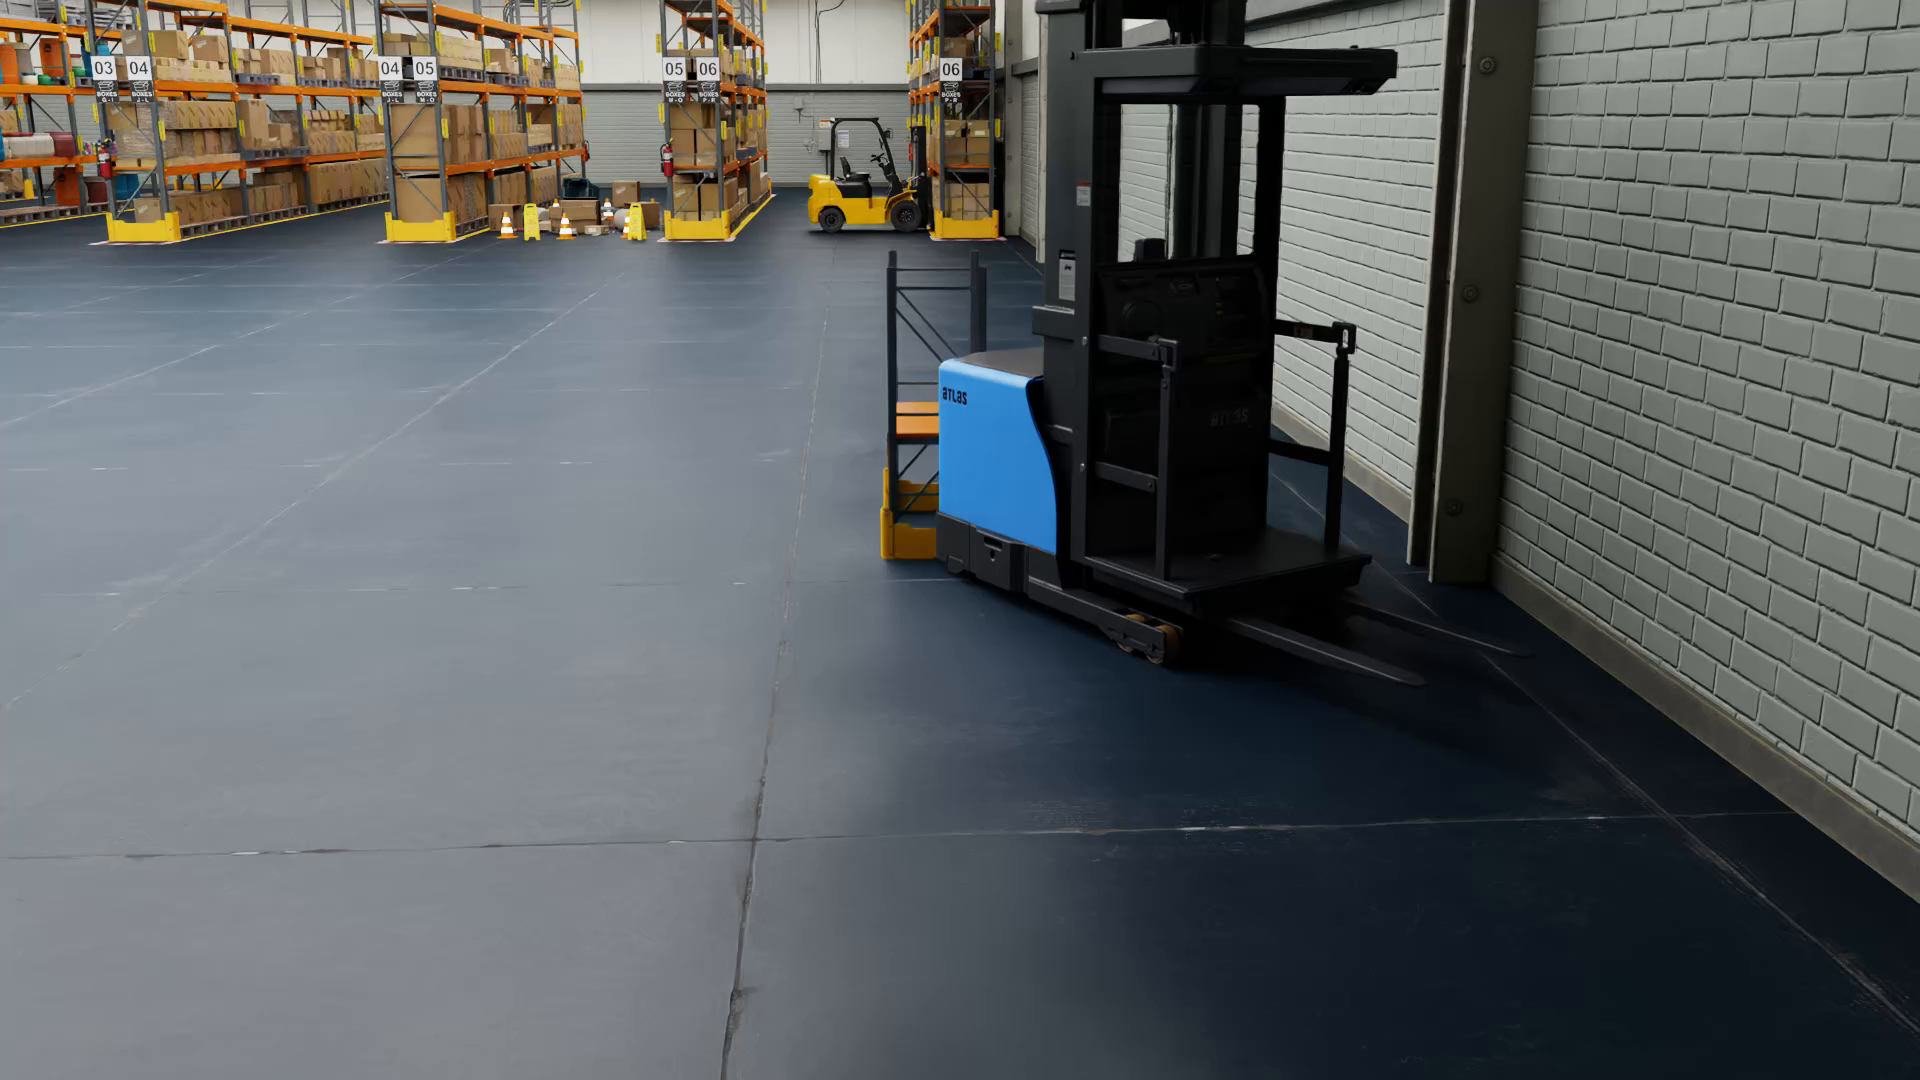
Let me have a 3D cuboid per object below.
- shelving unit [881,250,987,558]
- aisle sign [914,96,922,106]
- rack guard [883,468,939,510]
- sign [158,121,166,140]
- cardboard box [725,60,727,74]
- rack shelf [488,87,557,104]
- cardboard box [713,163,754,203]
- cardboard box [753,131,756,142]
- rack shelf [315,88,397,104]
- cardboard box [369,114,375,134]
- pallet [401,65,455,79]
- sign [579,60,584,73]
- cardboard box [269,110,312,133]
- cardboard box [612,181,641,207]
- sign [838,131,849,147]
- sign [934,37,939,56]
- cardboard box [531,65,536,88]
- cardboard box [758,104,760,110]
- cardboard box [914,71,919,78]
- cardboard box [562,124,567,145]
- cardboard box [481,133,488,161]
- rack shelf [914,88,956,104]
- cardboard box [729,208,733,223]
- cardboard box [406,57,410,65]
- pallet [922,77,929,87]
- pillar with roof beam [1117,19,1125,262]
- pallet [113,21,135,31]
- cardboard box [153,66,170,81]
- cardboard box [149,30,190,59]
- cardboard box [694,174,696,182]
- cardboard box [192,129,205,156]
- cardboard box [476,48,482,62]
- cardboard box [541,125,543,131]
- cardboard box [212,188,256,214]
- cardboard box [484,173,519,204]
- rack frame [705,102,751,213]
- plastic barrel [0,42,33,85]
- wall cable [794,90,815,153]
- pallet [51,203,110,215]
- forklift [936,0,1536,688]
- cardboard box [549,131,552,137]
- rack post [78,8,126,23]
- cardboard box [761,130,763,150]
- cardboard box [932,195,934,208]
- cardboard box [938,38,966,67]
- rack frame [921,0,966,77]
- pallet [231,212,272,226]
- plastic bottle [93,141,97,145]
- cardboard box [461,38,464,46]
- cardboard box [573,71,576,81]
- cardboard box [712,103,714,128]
[{"bbox_3d":[-0.133,-0.768,8.999,0.587,1.500,1.083,0,14,-2],"label":"shelving unit"},{"bbox_3d":[-1.162,-12.326,45.694,0.394,0.787,0.004,-1,14,-3],"label":"aisle sign"},{"bbox_3d":[-0.148,-0.286,9.637,0.587,0.250,0.087,0,14,-2],"label":"rack guard"},{"bbox_3d":[-14.176,-7.272,29.533,0.100,0.325,0.005,-1,14,-3],"label":"sign"},{"bbox_3d":[-4.670,-8.904,31.298,0.500,0.250,0.500,0,14,-2],"label":"cardboard box"},{"bbox_3d":[-10.381,-10.487,39.190,1.077,0.370,4.000,-1,14,-3],"label":"rack shelf"},{"bbox_3d":[-5.283,-8.335,38.821,0.875,0.875,0.875,-1,14,-4],"label":"cardboard box"},{"bbox_3d":[-5.175,-9.665,39.870,0.500,0.250,0.500,-1,14,-2],"label":"cardboard box"},{"bbox_3d":[-15.585,-11.431,42.856,1.077,0.370,4.000,-1,14,-3],"label":"rack shelf"},{"bbox_3d":[-15.296,-10.638,42.553,0.500,0.500,0.500,-1,14,-5],"label":"cardboard box"},{"bbox_3d":[-9.818,-8.490,30.162,1.003,0.211,1.213,-1,14,-3],"label":"pallet"},{"bbox_3d":[-10.197,-12.760,44.804,0.100,0.325,0.005,-1,14,-3],"label":"sign"},{"bbox_3d":[-15.243,-9.550,37.911,0.797,0.503,0.637,0,14,-2],"label":"cardboard box"},{"bbox_3d":[-6.850,-7.113,34.151,0.500,0.500,0.500,-1,14,-3],"label":"cardboard box"},{"bbox_3d":[-3.605,-12.388,51.344,0.329,0.494,0.001,-1,14,-3],"label":"sign"},{"bbox_3d":[-0.416,-8.913,30.011,0.100,0.325,0.005,-1,14,-3],"label":"sign"},{"bbox_3d":[-10.065,-10.657,38.206,0.500,0.500,0.500,-1,14,-3],"label":"cardboard box"},{"bbox_3d":[-5.363,-11.167,42.899,0.380,0.149,0.250,-1,14,-5],"label":"cardboard box"},{"bbox_3d":[-0.923,-11.245,40.150,0.380,0.149,0.250,-1,14,-2],"label":"cardboard box"},{"bbox_3d":[-10.322,-10.323,42.330,0.500,0.500,0.500,-1,14,-3],"label":"cardboard box"},{"bbox_3d":[-9.974,-7.872,33.300,0.875,0.550,0.550,-1,14,-3],"label":"cardboard box"},{"bbox_3d":[-0.493,-10.666,39.886,1.077,0.370,4.000,-1,14,-3],"label":"rack shelf"},{"bbox_3d":[-4.625,-6.201,31.783,0.500,0.250,0.500,0,14,-1],"label":"cardboard box"},{"bbox_3d":[-10.135,-8.619,29.946,0.380,0.149,0.250,-1,14,-3],"label":"cardboard box"},{"bbox_3d":[-0.237,-10.258,37.236,1.213,0.211,1.003,0,14,-1],"label":"pallet"},{"bbox_3d":[-2.570,-7.117,18.626,9.100,9.000,0.400,-1,14,-3],"label":"pillar with roof beam"},{"bbox_3d":[-20.323,-12.167,39.438,1.003,0.211,1.213,-1,14,-3],"label":"pallet"},{"bbox_3d":[-14.490,-8.348,29.734,0.500,0.250,0.500,0,14,-2],"label":"cardboard box"},{"bbox_3d":[-14.540,-9.105,30.574,0.500,0.500,0.500,-1,14,-4],"label":"cardboard box"},{"bbox_3d":[-5.239,-6.895,31.672,0.380,0.149,0.250,-1,14,-3],"label":"cardboard box"},{"bbox_3d":[-14.883,-7.546,31.538,0.875,0.500,0.500,-1,14,-3],"label":"cardboard box"},{"bbox_3d":[-9.722,-9.548,32.757,0.500,0.250,0.500,-1,14,-4],"label":"cardboard box"},{"bbox_3d":[-10.225,-9.896,39.935,0.380,0.149,0.250,-1,14,-5],"label":"cardboard box"},{"bbox_3d":[-14.982,-6.995,34.326,0.700,0.500,0.500,-2,15,-8],"label":"cardboard box"},{"bbox_3d":[-10.251,-7.629,36.330,1.050,0.750,0.750,-1,14,-3],"label":"cardboard box"},{"bbox_3d":[-5.323,-8.987,37.936,1.000,3.000,0.127,-1,14,-3],"label":"rack frame"},{"bbox_3d":[-20.323,-10.245,35.801,0.600,0.901,0.600,0,14,0],"label":"plastic barrel"},{"bbox_3d":[-4.776,-12.895,51.087,0.588,1.984,0.122,-1,14,-3],"label":"wall cable"},{"bbox_3d":[-20.248,-7.603,38.151,1.003,0.211,1.213,-1,14,-3],"label":"pallet"},{"bbox_3d":[1.111,-1.031,7.151,1.130,2.935,3.031,-9,17,-32],"label":"forklift"},{"bbox_3d":[-10.283,-10.010,40.976,0.380,0.149,0.250,0,14,-2],"label":"cardboard box"},{"bbox_3d":[-20.384,-12.411,39.356,0.937,0.300,0.954,-1,14,-4],"label":"rack post"},{"bbox_3d":[-5.390,-10.400,43.227,0.500,0.500,0.500,-1,14,-3],"label":"cardboard box"},{"bbox_3d":[-0.289,-6.558,32.167,0.500,0.250,0.500,-1,14,-5],"label":"cardboard box"},{"bbox_3d":[-0.144,-8.934,30.467,0.500,0.500,0.500,0,14,-2],"label":"cardboard box"},{"bbox_3d":[-0.369,-11.970,37.490,1.000,3.000,0.127,-1,14,-3],"label":"rack frame"},{"bbox_3d":[-15.016,-6.682,34.575,1.003,0.211,1.213,-1,14,-3],"label":"pallet"},{"bbox_3d":[-20.547,-9.343,39.570,0.152,0.276,0.135,-1,14,-3],"label":"plastic bottle"},{"bbox_3d":[-9.574,-9.396,31.366,0.380,0.149,0.250,-1,14,-3],"label":"cardboard box"},{"bbox_3d":[-10.437,-12.259,43.932,0.500,0.250,0.500,-1,14,-5],"label":"cardboard box"},{"bbox_3d":[-5.254,-8.429,32.962,0.700,0.500,0.500,-1,14,-3],"label":"cardboard box"}]
